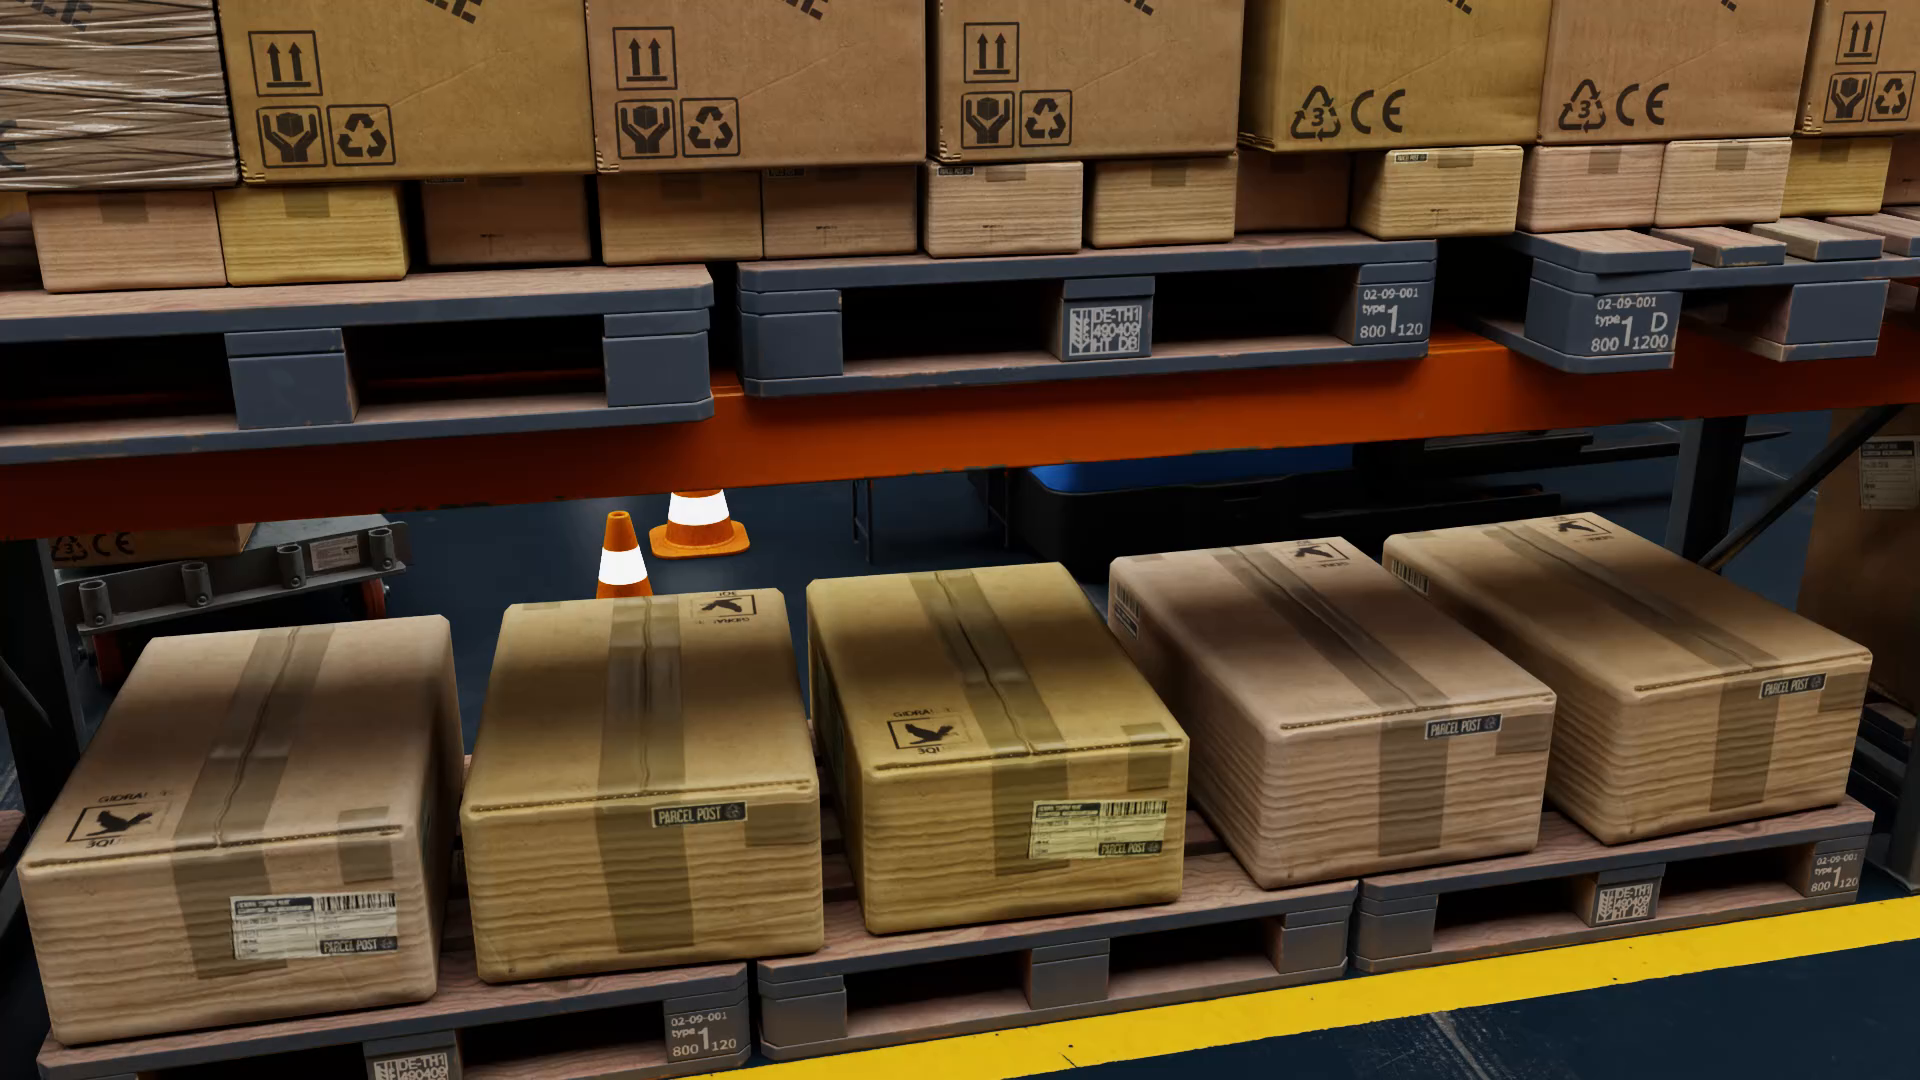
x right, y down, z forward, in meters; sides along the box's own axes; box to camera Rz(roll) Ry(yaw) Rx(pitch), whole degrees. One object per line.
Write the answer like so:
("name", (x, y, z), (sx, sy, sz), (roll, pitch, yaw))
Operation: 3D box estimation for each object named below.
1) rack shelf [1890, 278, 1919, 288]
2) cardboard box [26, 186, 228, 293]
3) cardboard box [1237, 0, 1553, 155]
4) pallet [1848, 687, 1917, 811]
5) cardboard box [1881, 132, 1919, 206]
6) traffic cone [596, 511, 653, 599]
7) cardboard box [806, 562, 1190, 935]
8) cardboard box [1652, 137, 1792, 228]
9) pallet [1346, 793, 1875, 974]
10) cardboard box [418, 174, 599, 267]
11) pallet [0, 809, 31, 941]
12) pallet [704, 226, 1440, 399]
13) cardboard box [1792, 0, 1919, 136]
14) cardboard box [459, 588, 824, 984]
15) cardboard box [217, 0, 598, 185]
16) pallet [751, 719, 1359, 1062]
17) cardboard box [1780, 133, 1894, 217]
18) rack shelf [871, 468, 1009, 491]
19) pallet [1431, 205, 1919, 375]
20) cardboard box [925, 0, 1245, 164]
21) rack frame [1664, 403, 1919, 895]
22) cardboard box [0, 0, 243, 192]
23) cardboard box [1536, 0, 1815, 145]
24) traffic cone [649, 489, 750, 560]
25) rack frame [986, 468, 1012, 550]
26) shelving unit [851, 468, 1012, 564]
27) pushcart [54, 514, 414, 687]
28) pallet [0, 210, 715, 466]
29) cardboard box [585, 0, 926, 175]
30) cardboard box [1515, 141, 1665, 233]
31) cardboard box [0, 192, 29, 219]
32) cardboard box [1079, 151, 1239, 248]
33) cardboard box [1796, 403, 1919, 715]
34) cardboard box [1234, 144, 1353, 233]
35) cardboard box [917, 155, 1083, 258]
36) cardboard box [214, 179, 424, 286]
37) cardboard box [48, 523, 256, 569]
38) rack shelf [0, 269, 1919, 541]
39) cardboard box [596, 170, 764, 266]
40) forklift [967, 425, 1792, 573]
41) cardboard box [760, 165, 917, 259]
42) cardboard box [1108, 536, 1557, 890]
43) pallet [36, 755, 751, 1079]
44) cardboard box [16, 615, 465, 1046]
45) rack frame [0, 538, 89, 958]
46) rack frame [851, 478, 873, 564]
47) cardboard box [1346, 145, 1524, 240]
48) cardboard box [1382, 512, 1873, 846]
("rack shelf", (3.992, -0.616, 4.182), (4.000, 0.370, 1.077), (-5, 21, -12))
("cardboard box", (-1.236, -0.497, 2.564), (0.250, 0.149, 0.380), (-4, 21, -12))
("cardboard box", (0.676, -0.966, 2.902), (0.500, 0.500, 0.500), (-6, 21, -16))
("pallet", (2.831, 0.476, 4.208), (1.213, 0.211, 1.003), (-5, 21, -12))
("cardboard box", (1.781, -0.770, 3.312), (0.250, 0.149, 0.380), (-4, 20, -10))
("traffic cone", (-0.962, 0.145, 4.746), (0.334, 0.463, 0.336), (-5, 21, -12))
("cardboard box", (0.038, 0.401, 3.568), (0.625, 0.372, 0.950), (-4, 20, -11))
("cardboard box", (1.302, -0.690, 3.092), (0.250, 0.149, 0.380), (-5, 21, -13))
("pallet", (1.285, 0.575, 3.939), (1.213, 0.211, 1.003), (-5, 21, -12))
("cardboard box", (-0.733, -0.561, 2.741), (0.250, 0.149, 0.380), (-3, 20, -9))
("pallet", (-2.492, 0.895, 3.065), (1.213, 0.211, 1.003), (-5, 21, -12))
("pallet", (0.129, -0.536, 3.194), (1.213, 0.211, 1.003), (-5, 21, -12))
("cardboard box", (1.668, -1.051, 3.134), (0.500, 0.500, 0.500), (-5, 21, -14))
("cardboard box", (-0.638, 0.457, 3.416), (0.625, 0.372, 0.950), (-3, 20, -9))
("cardboard box", (-0.837, -0.844, 2.570), (0.500, 0.500, 0.500), (-5, 21, -12))
("pallet", (0.100, 0.670, 3.678), (1.213, 0.211, 1.003), (-5, 21, -12))
("cardboard box", (1.537, -0.725, 3.188), (0.250, 0.149, 0.380), (-4, 21, -12))
("rack shelf", (-0.099, -0.297, 5.654), (0.480, 0.148, 0.258), (-6, 21, -15))
("pallet", (1.377, -0.614, 3.408), (1.003, 0.211, 1.213), (-5, 21, -12))
("cardboard box", (0.145, -0.923, 2.785), (0.500, 0.500, 0.500), (-6, 21, -15))
("rack frame", (2.046, -0.796, 3.627), (0.127, 3.000, 1.000), (-5, 21, -12))
("cardboard box", (-1.324, -0.804, 2.461), (0.500, 0.500, 0.500), (-4, 21, -11))
("cardboard box", (1.167, -1.006, 3.012), (0.500, 0.500, 0.500), (-5, 21, -13))
("traffic cone", (-0.910, -0.213, 5.722), (0.334, 0.463, 0.336), (-5, 21, -12))
("rack frame", (0.134, -0.571, 5.628), (0.015, 1.200, 0.240), (-6, 21, -15))
("shelving unit", (-0.099, -0.547, 5.563), (0.503, 1.200, 0.258), (-6, 21, -15))
("pushcart", (-2.420, -0.007, 5.286), (0.936, 0.377, 1.648), (-13, 24, -31))
("pallet", (-1.069, -0.401, 2.828), (1.213, 0.211, 1.003), (-5, 21, -12))
("cardboard box", (-0.353, -0.879, 2.664), (0.500, 0.500, 0.500), (-5, 21, -13))
("cardboard box", (1.055, -0.673, 3.045), (0.250, 0.149, 0.380), (-6, 21, -15))
("cardboard box", (-3.712, -1.301, 7.485), (0.875, 0.875, 0.875), (-4, 21, -12))
("cardboard box", (0.292, -0.621, 2.905), (0.250, 0.149, 0.380), (-5, 21, -14))
("cardboard box", (2.737, -0.022, 3.993), (0.875, 0.875, 0.875), (-5, 21, -13))
("cardboard box", (0.517, -0.669, 3.034), (0.250, 0.149, 0.380), (-4, 21, -12))
("cardboard box", (0.039, -0.590, 2.820), (0.250, 0.149, 0.380), (-4, 20, -10))
("cardboard box", (-0.991, -0.513, 2.610), (0.250, 0.149, 0.380), (-4, 21, -11))
("cardboard box", (-2.285, -0.255, 4.682), (0.500, 0.500, 0.500), (-5, 21, -12))
("rack shelf", (0.100, -0.300, 3.318), (4.000, 0.370, 1.077), (-5, 21, -12))
("cardboard box", (-0.473, -0.568, 2.758), (0.250, 0.149, 0.380), (-4, 21, -12))
("forklift", (1.602, -1.540, 5.757), (3.031, 2.935, 1.130), (-6, 21, -15))
("cardboard box", (-0.232, -0.587, 2.810), (0.250, 0.149, 0.380), (-4, 21, -12))
("cardboard box", (0.778, 0.343, 3.727), (0.625, 0.372, 0.950), (-5, 21, -14))
("pallet", (-1.089, 0.768, 3.412), (1.213, 0.211, 1.003), (-5, 21, -12))
("cardboard box", (-1.337, 0.515, 3.258), (0.625, 0.372, 0.950), (-4, 21, -12))
("rack frame", (-1.847, -0.479, 2.762), (0.127, 3.000, 1.000), (-5, 21, -12))
("rack frame", (-0.333, -0.523, 5.497), (0.015, 1.200, 0.240), (-6, 21, -15))
("cardboard box", (0.791, -0.646, 2.973), (0.250, 0.149, 0.380), (-4, 21, -12))
("cardboard box", (1.494, 0.282, 3.893), (0.625, 0.372, 0.950), (-6, 21, -16))
